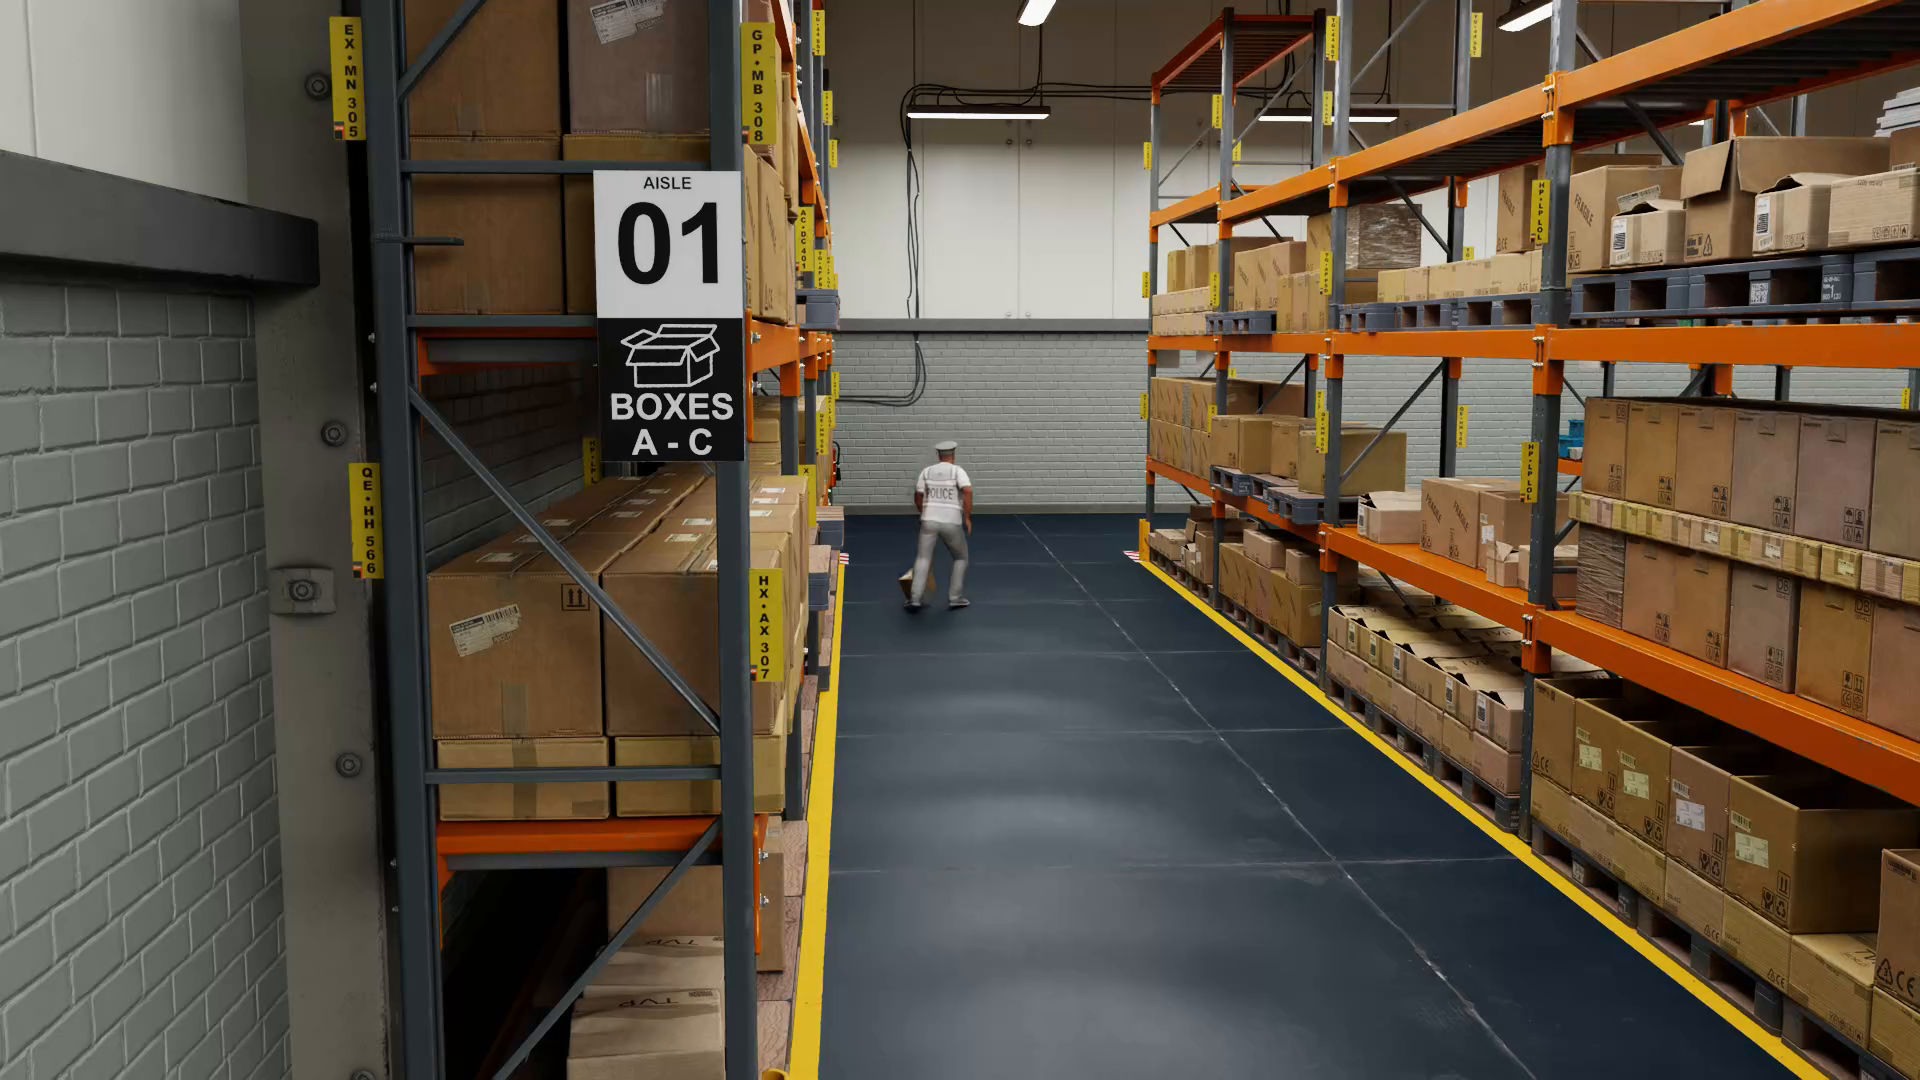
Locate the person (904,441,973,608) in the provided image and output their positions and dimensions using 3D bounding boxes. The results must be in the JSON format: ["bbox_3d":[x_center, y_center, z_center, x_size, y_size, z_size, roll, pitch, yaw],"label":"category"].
[{"bbox_3d":[-0.203,-0.143,17.084,0.696,1.708,0.743,2,7,14],"label":"person"}]
